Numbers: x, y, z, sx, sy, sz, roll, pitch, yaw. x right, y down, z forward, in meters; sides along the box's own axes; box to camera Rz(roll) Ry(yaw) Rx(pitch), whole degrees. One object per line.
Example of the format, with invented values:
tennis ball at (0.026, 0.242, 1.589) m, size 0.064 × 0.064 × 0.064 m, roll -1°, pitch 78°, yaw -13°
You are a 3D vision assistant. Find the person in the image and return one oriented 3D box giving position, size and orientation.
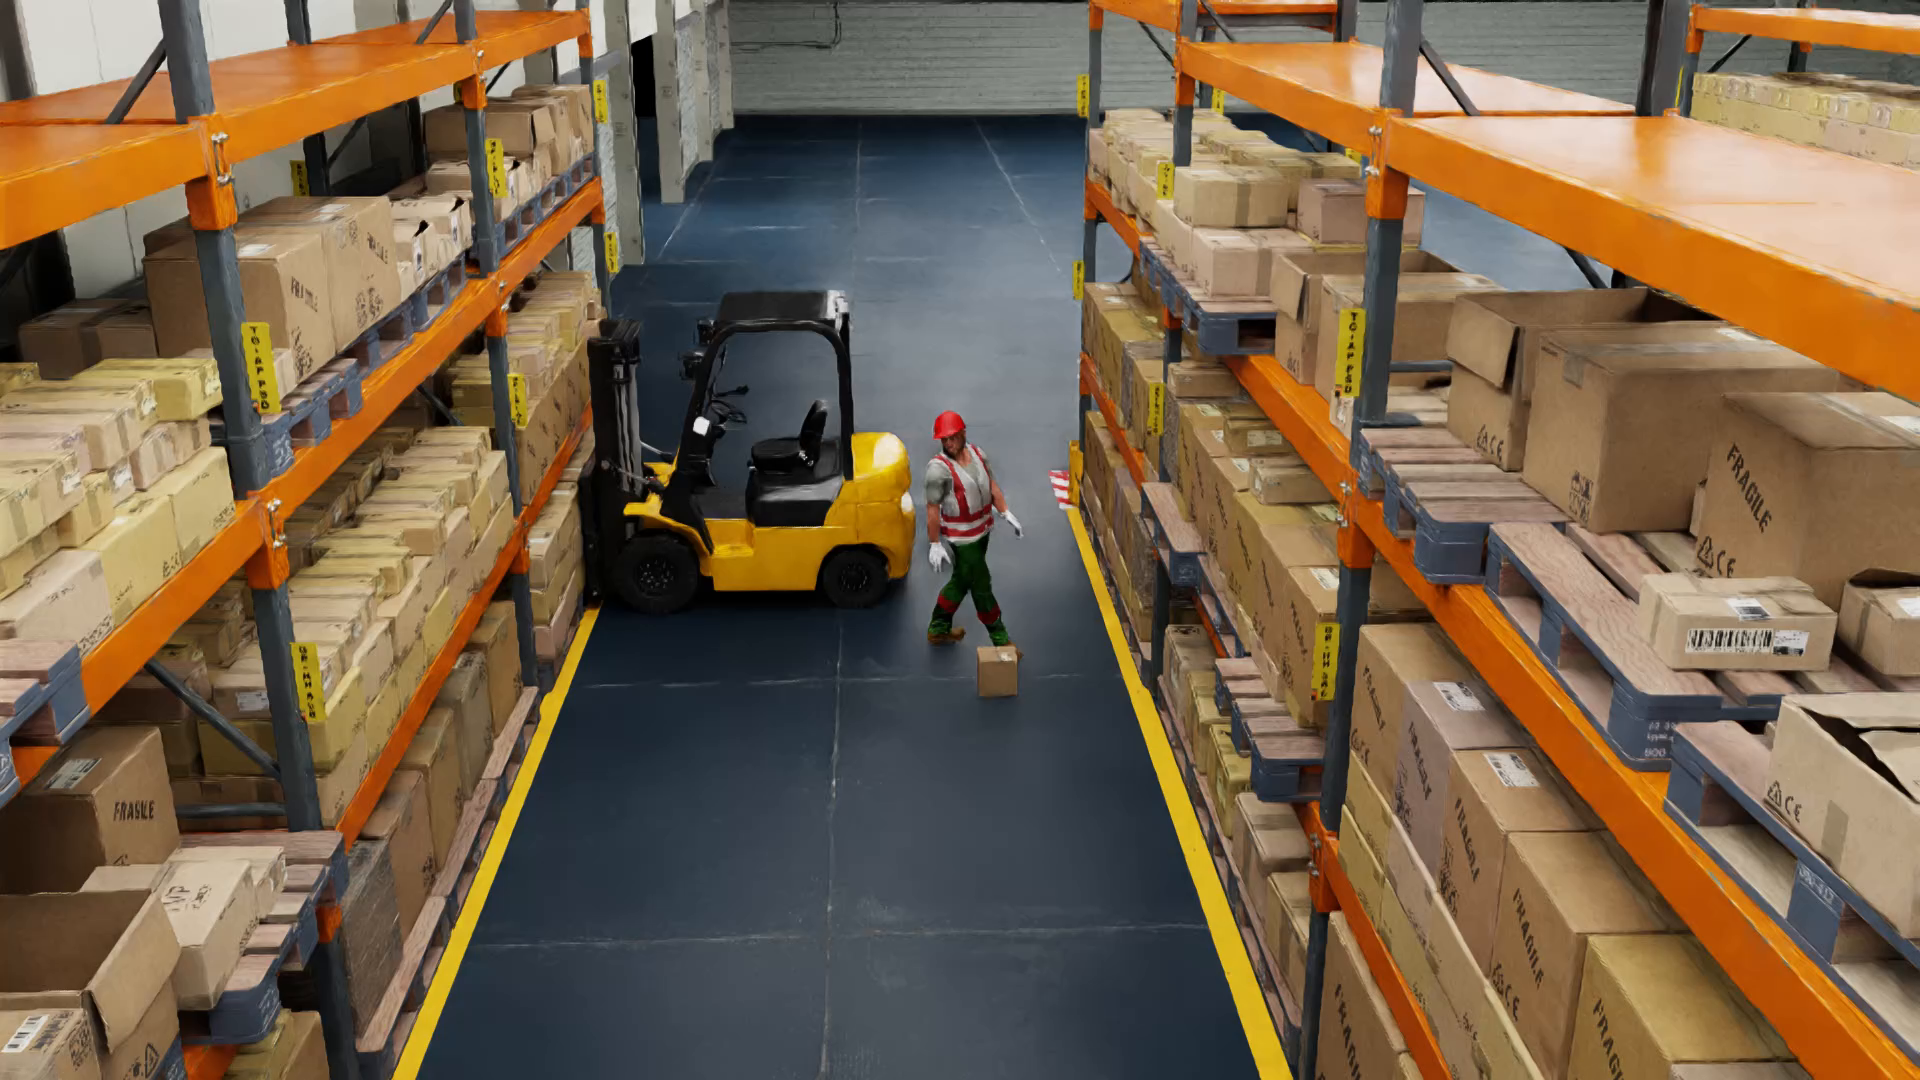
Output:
person at (0.084, -0.033, 11.165) m, size 0.720 × 1.744 × 0.595 m, roll 11°, pitch 23°, yaw 27°
